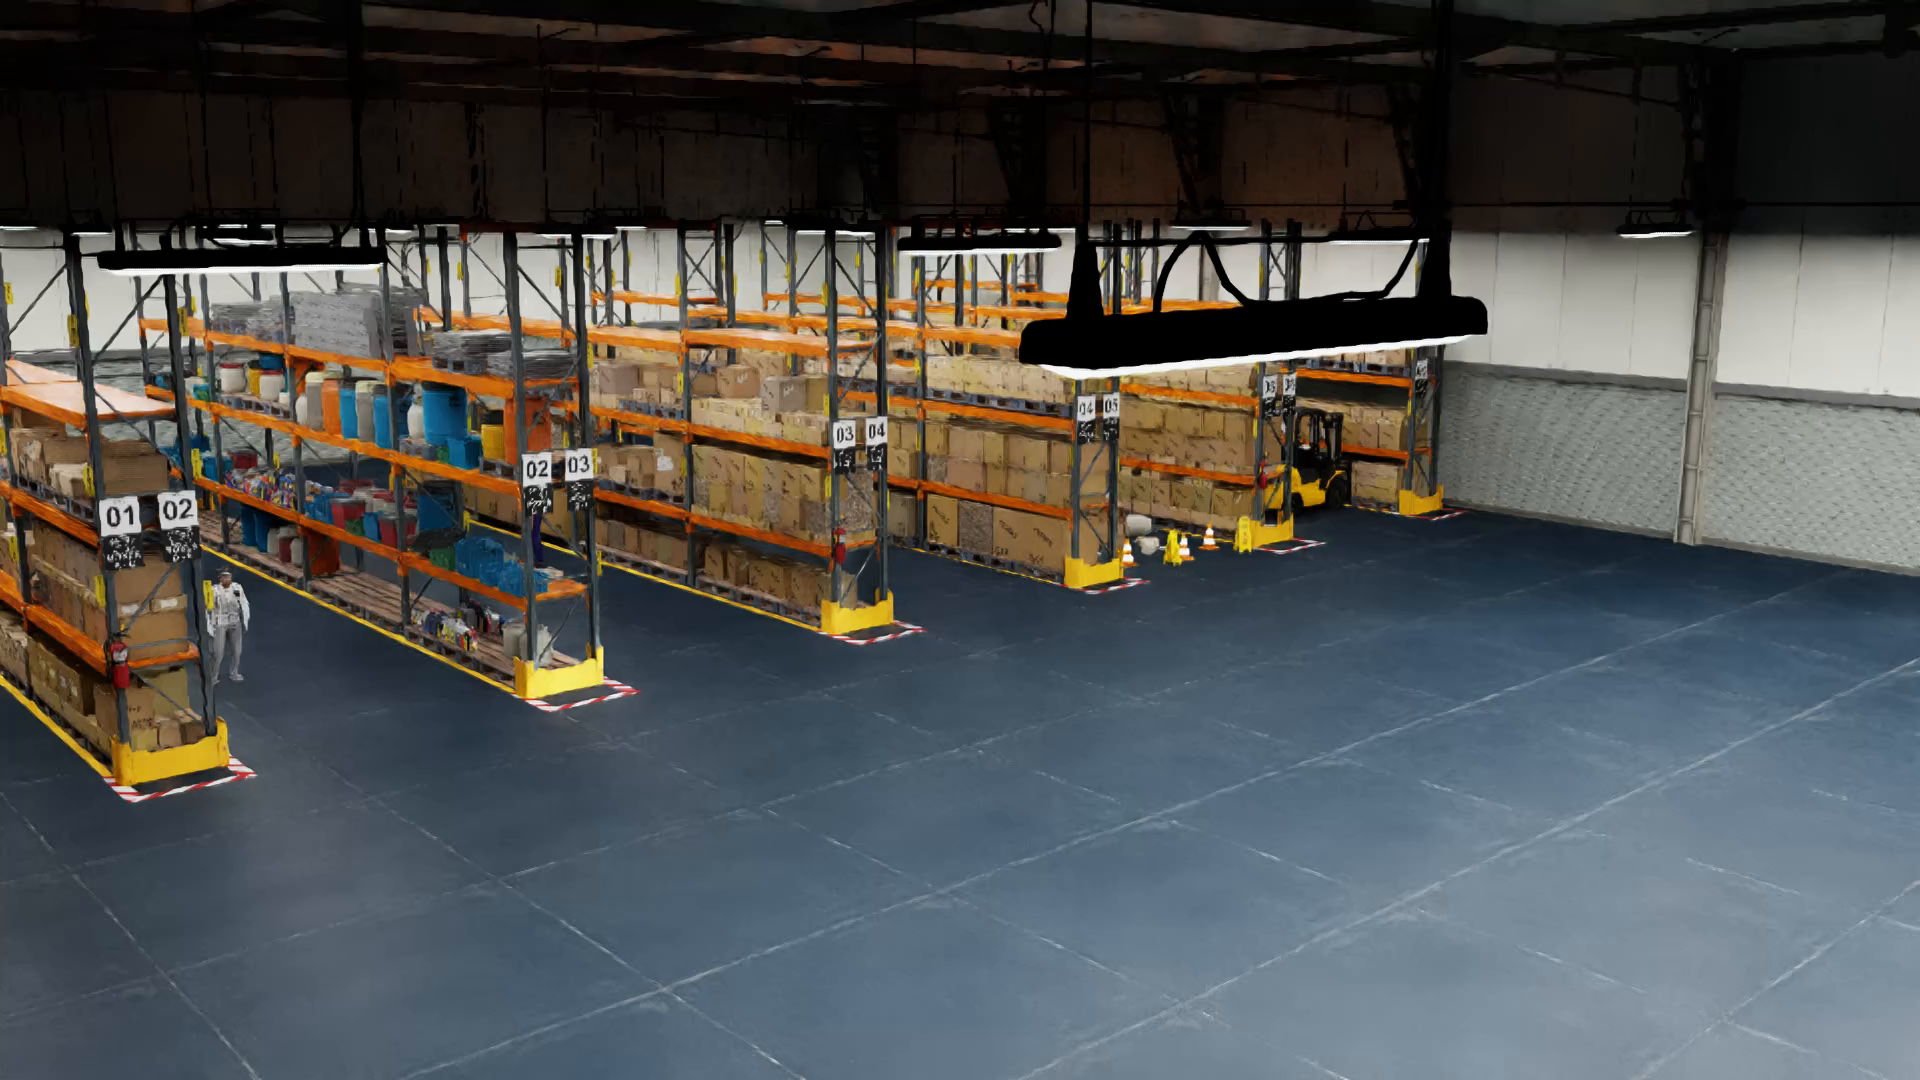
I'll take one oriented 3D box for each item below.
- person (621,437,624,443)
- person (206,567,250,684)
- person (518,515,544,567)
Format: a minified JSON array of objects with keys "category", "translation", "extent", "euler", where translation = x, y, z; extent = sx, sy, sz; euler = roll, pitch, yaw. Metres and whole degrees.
[{"category":"person","translation":[-7.036,-1.350,34.457],"extent":[0.527,1.592,0.521],"euler":[-3,12,-13]},{"category":"person","translation":[-9.822,1.122,22.239],"extent":[0.637,1.628,0.506],"euler":[-11,16,-43]},{"category":"person","translation":[-7.655,-0.372,29.509],"extent":[0.468,1.651,0.523],"euler":[-2,12,-11]}]
